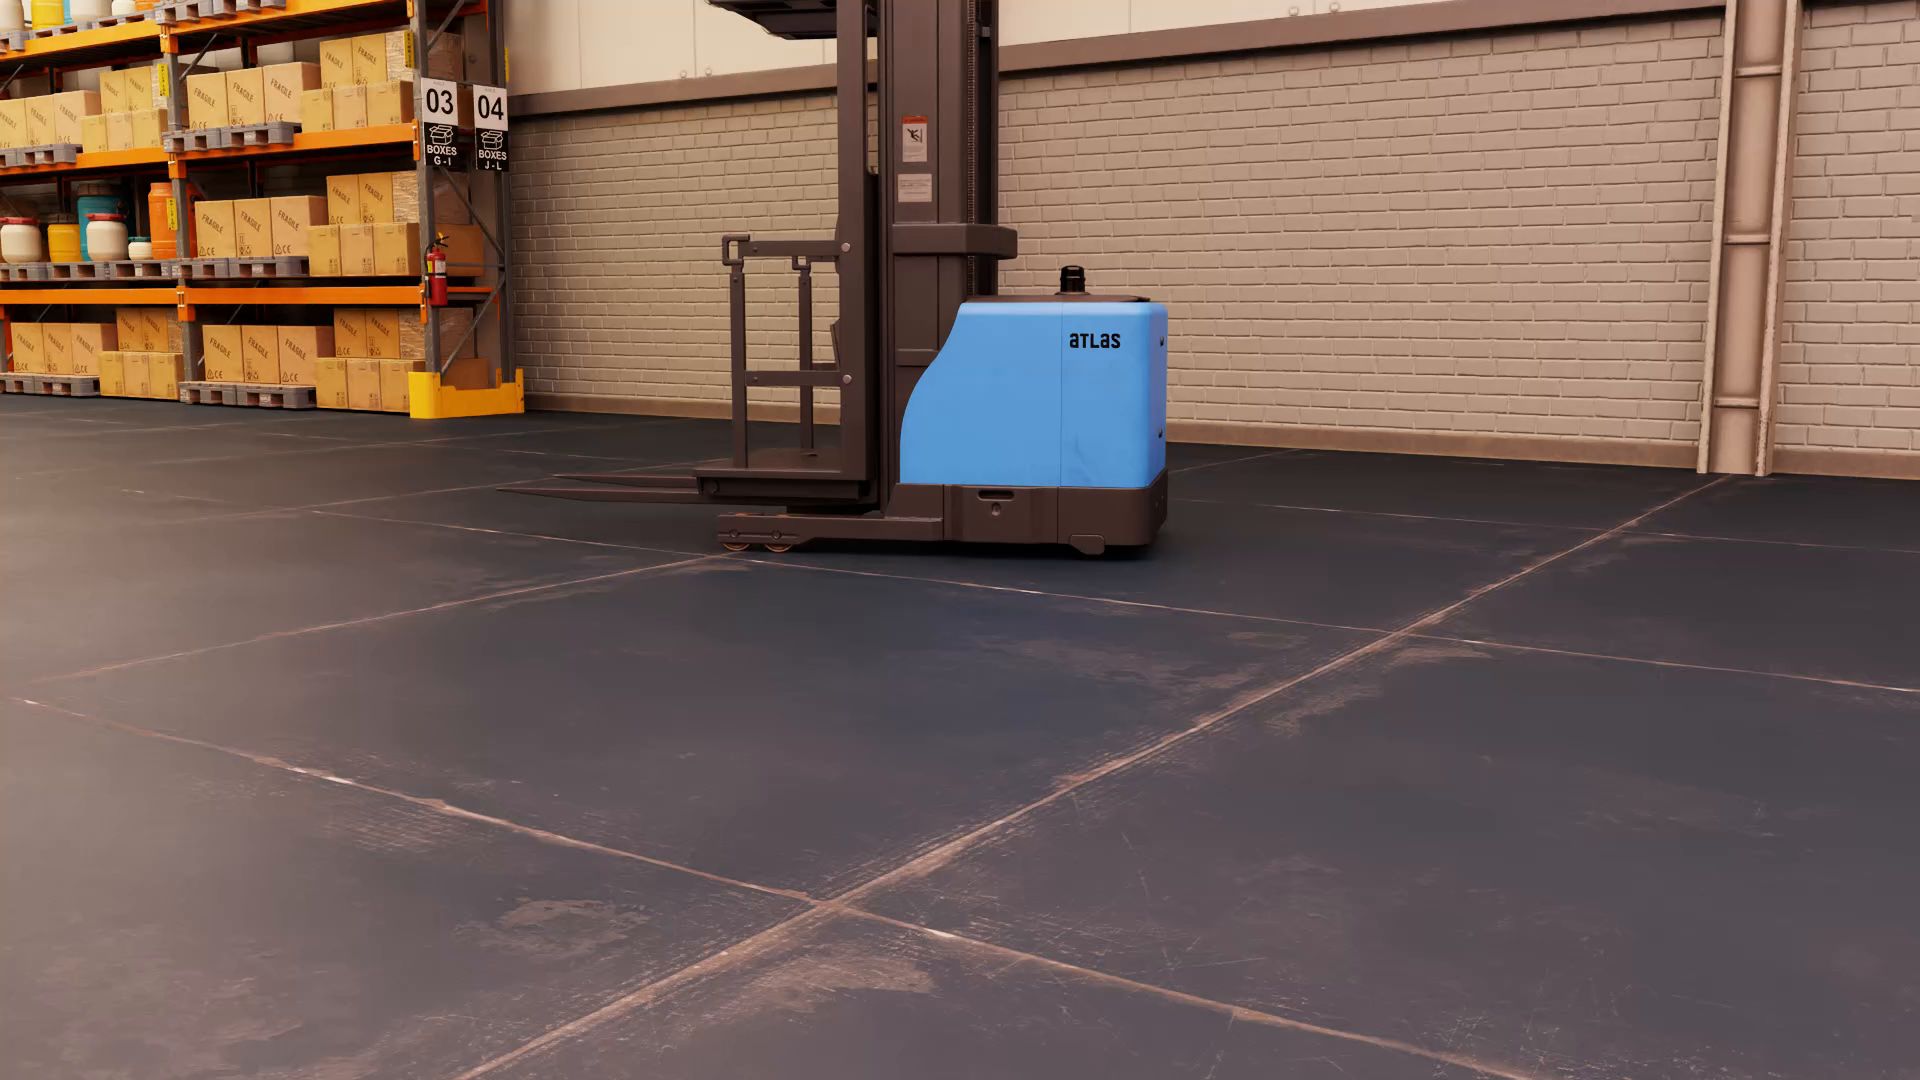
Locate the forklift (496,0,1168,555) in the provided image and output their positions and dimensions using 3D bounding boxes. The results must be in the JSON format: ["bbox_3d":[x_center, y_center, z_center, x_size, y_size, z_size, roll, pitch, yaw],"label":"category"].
[{"bbox_3d":[-0.596,-1.469,7.520,3.031,2.935,1.130,2,8,12],"label":"forklift"}]
